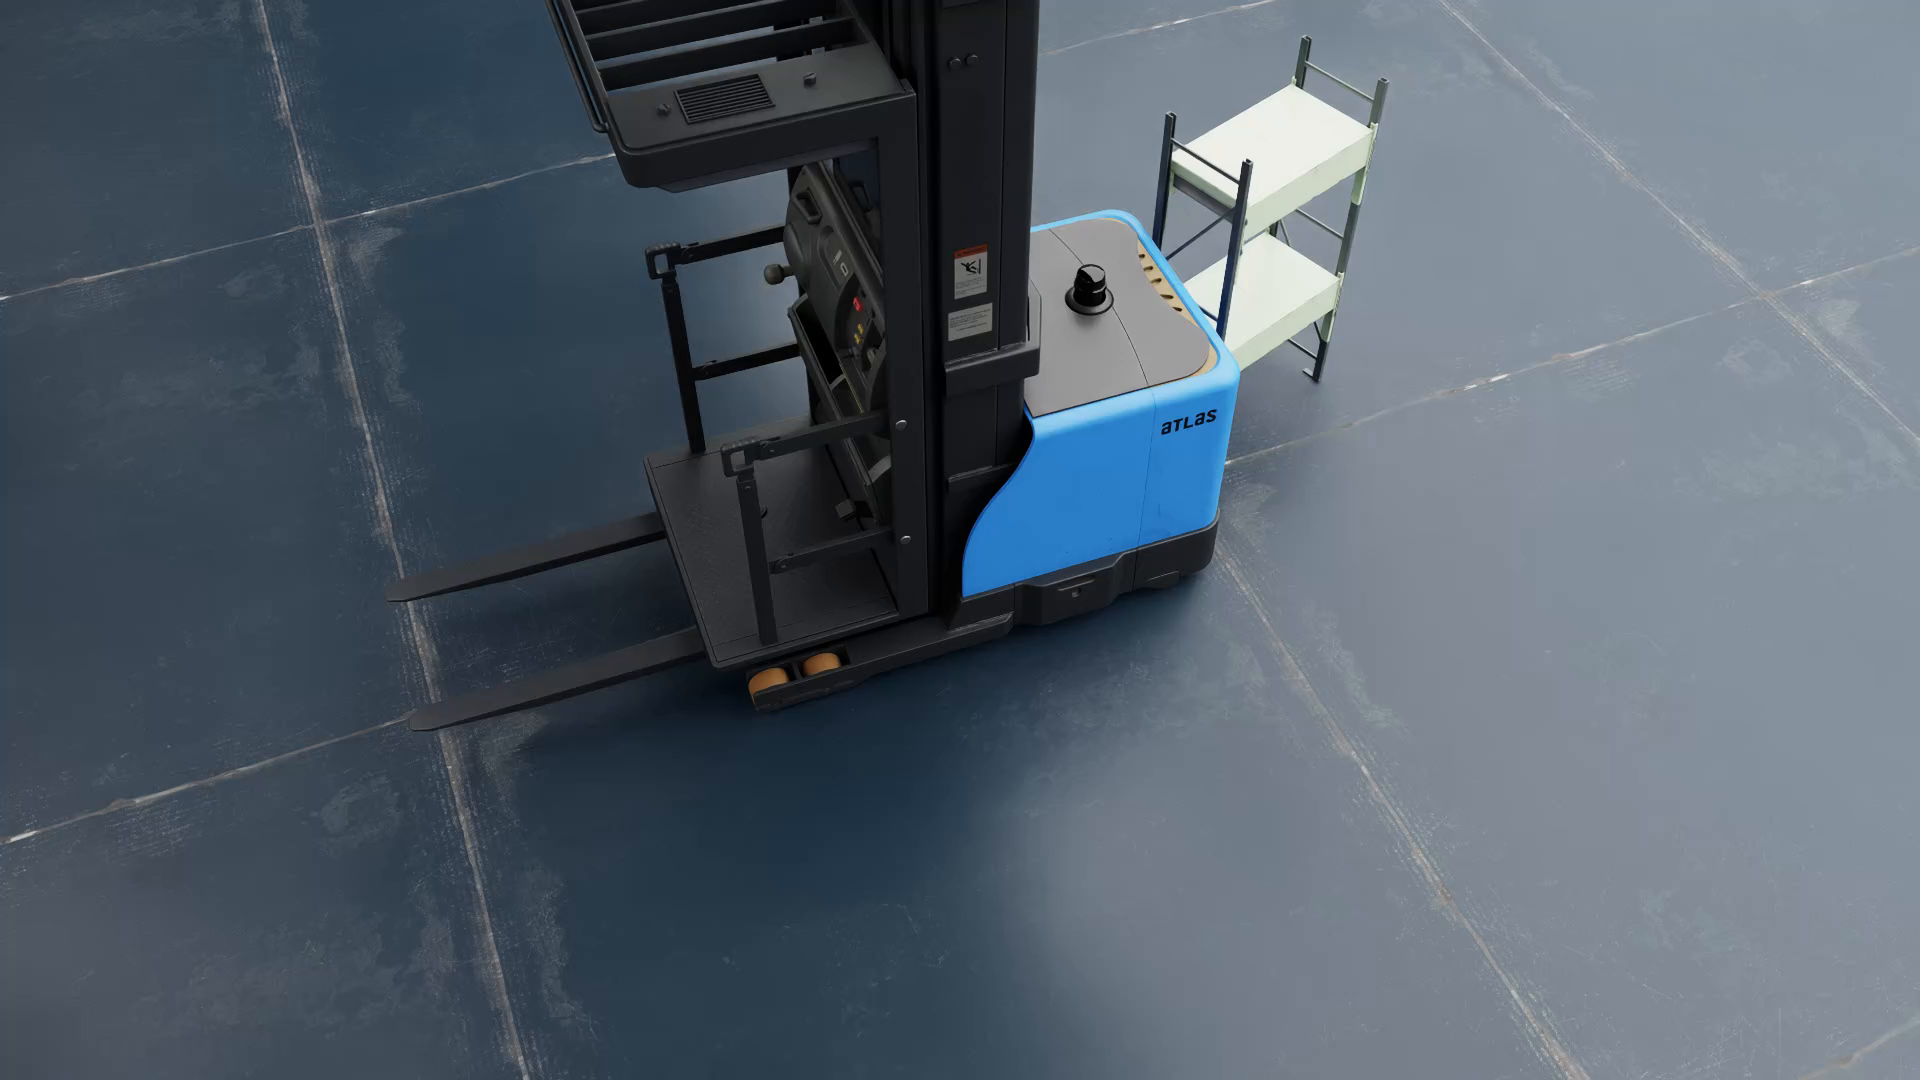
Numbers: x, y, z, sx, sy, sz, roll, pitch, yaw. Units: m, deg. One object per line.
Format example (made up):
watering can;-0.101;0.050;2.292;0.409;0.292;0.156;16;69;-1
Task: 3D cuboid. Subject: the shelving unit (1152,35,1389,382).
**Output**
shelving unit;1.147;-1.106;6.552;0.755;1.500;0.431;-34;57;-26

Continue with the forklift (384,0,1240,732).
forklift;-0.591;-0.789;5.336;3.031;2.935;1.130;-16;51;-13

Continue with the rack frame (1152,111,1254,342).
rack frame;0.873;-0.922;6.394;0.023;1.500;0.400;-34;57;-26

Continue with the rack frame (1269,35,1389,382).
rack frame;1.421;-1.290;6.710;0.023;1.500;0.400;-34;57;-26

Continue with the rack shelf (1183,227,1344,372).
rack shelf;1.147;-0.893;6.799;0.720;0.370;0.431;-34;57;-26

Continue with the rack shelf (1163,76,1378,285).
rack shelf;1.147;-1.360;6.256;0.720;0.370;0.431;-34;57;-26
